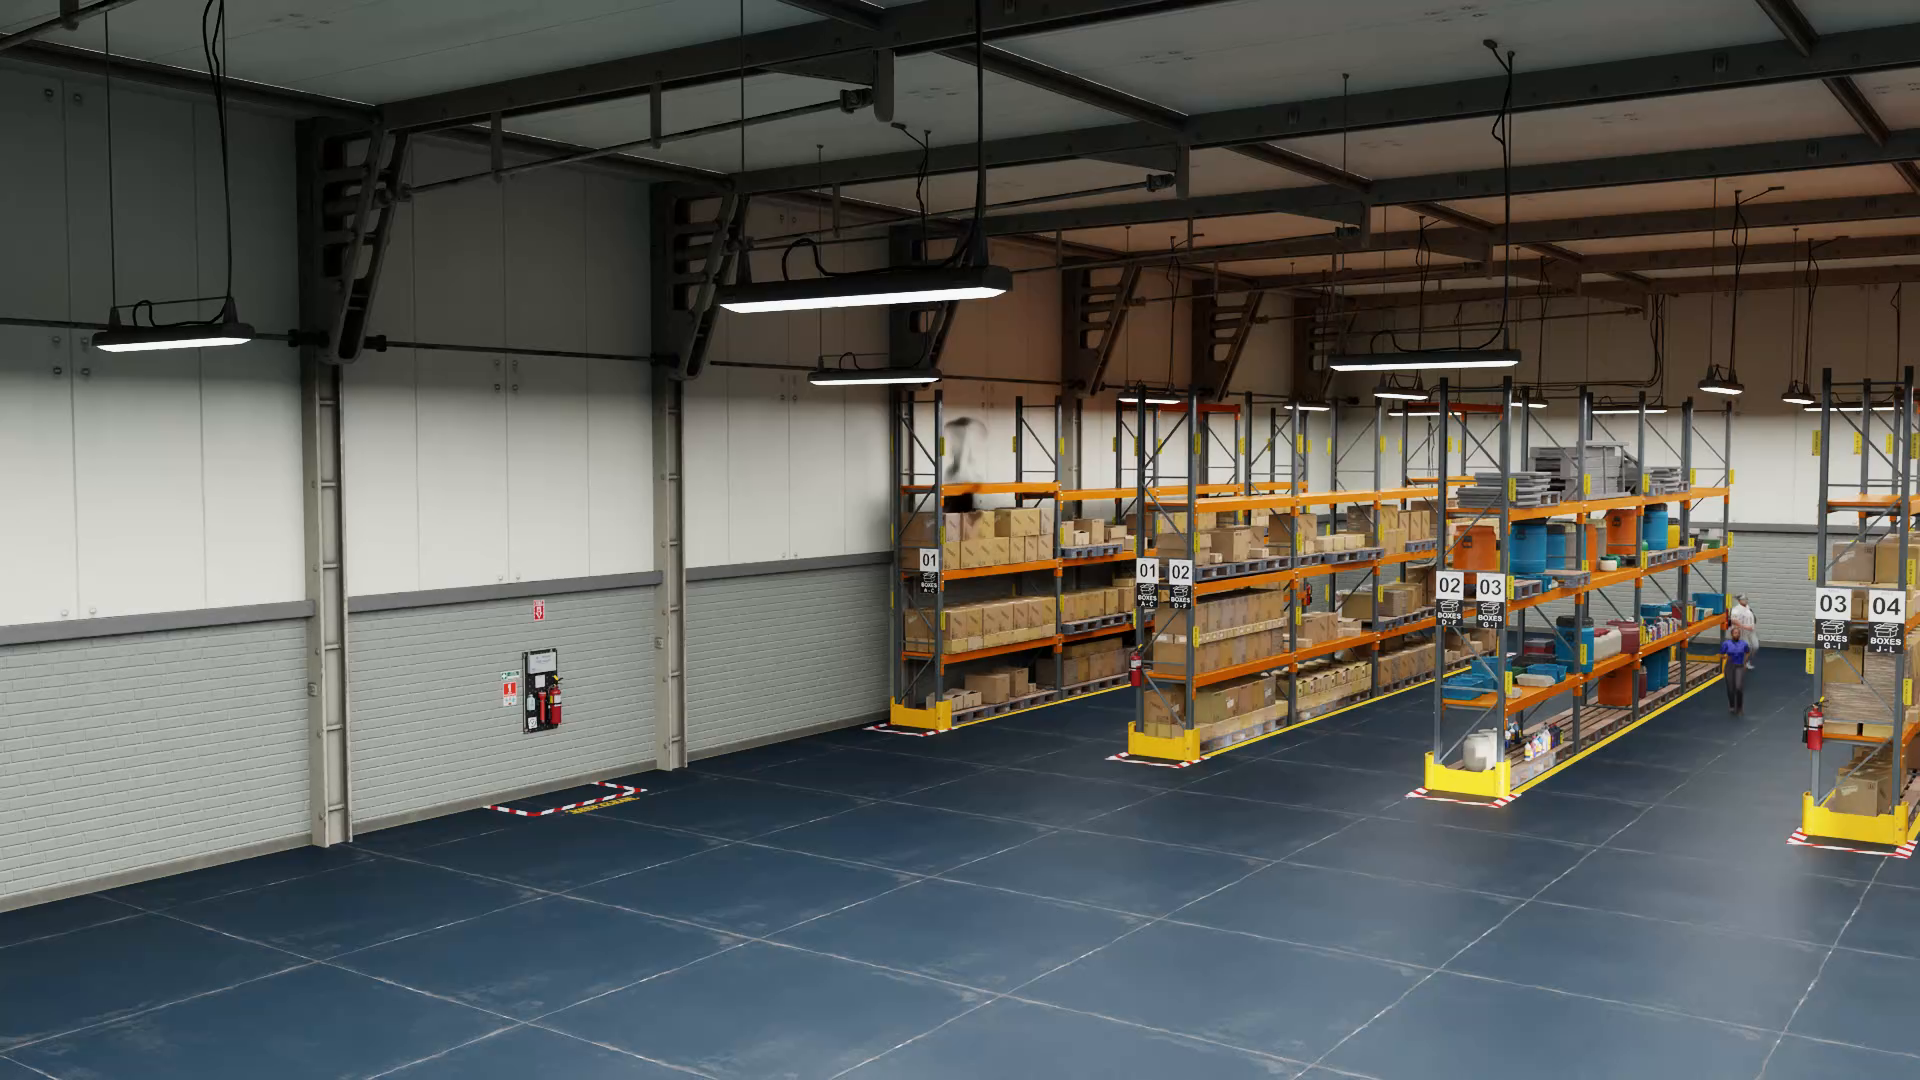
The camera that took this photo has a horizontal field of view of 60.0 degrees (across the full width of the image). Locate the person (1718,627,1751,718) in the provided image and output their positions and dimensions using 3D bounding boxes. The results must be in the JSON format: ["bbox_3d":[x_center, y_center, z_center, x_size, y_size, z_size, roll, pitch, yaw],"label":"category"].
[{"bbox_3d":[14.332,2.468,30.830,0.516,1.685,0.700,1,4,25],"label":"person"}]

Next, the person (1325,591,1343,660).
[{"bbox_3d":[8.448,2.029,37.201,0.669,1.762,0.880,2,4,34],"label":"person"}]

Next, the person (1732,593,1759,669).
[{"bbox_3d":[17.617,2.040,37.316,0.715,1.721,0.538,-2,4,-26],"label":"person"}]
